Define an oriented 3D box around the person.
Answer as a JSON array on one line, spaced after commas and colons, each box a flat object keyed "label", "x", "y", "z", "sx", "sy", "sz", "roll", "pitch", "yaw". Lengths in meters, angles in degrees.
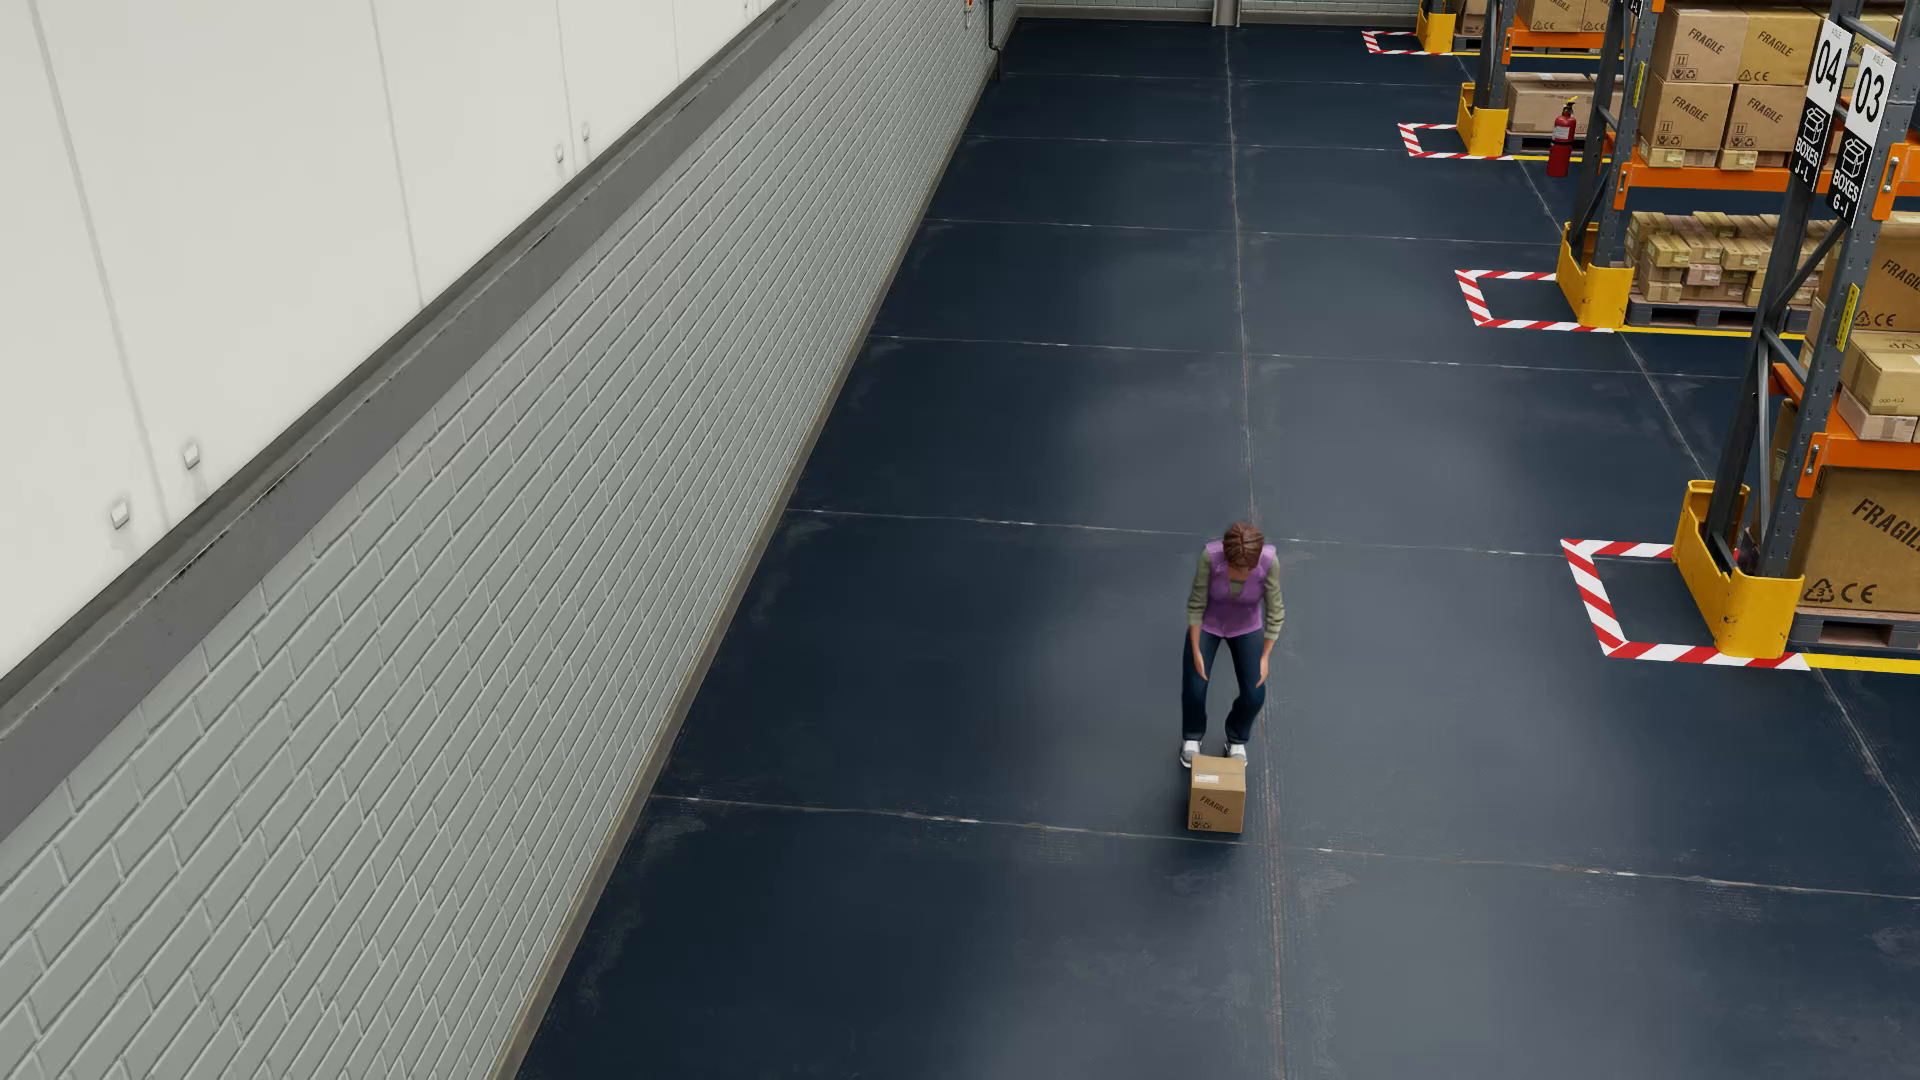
[{"label": "person", "x": 1.301, "y": 0.486, "z": 7.962, "sx": 0.456, "sy": 1.404, "sz": 0.560, "roll": 4, "pitch": 29, "yaw": 7}]
